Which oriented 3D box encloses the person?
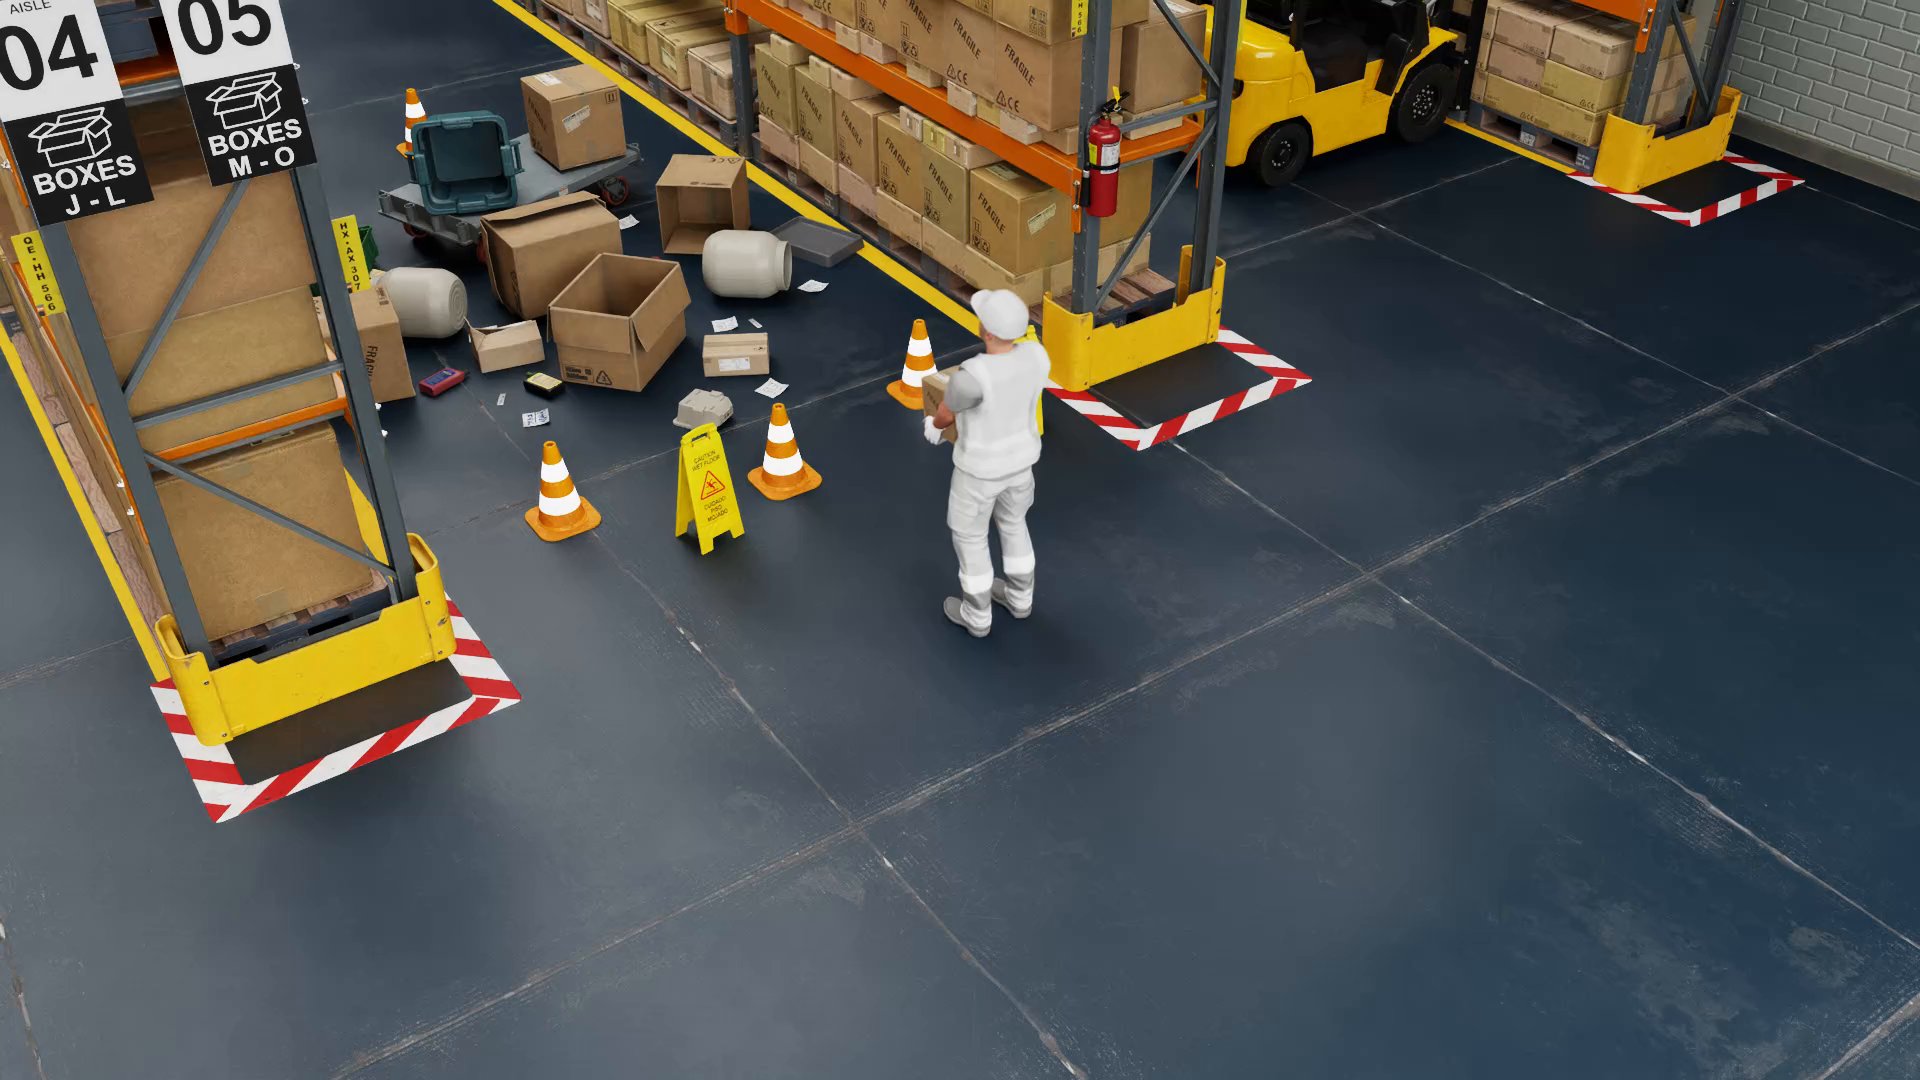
[{"bbox_3d":[0.093,-0.393,7.529,0.493,1.782,0.563,-22,41,-27],"label":"person"}]
